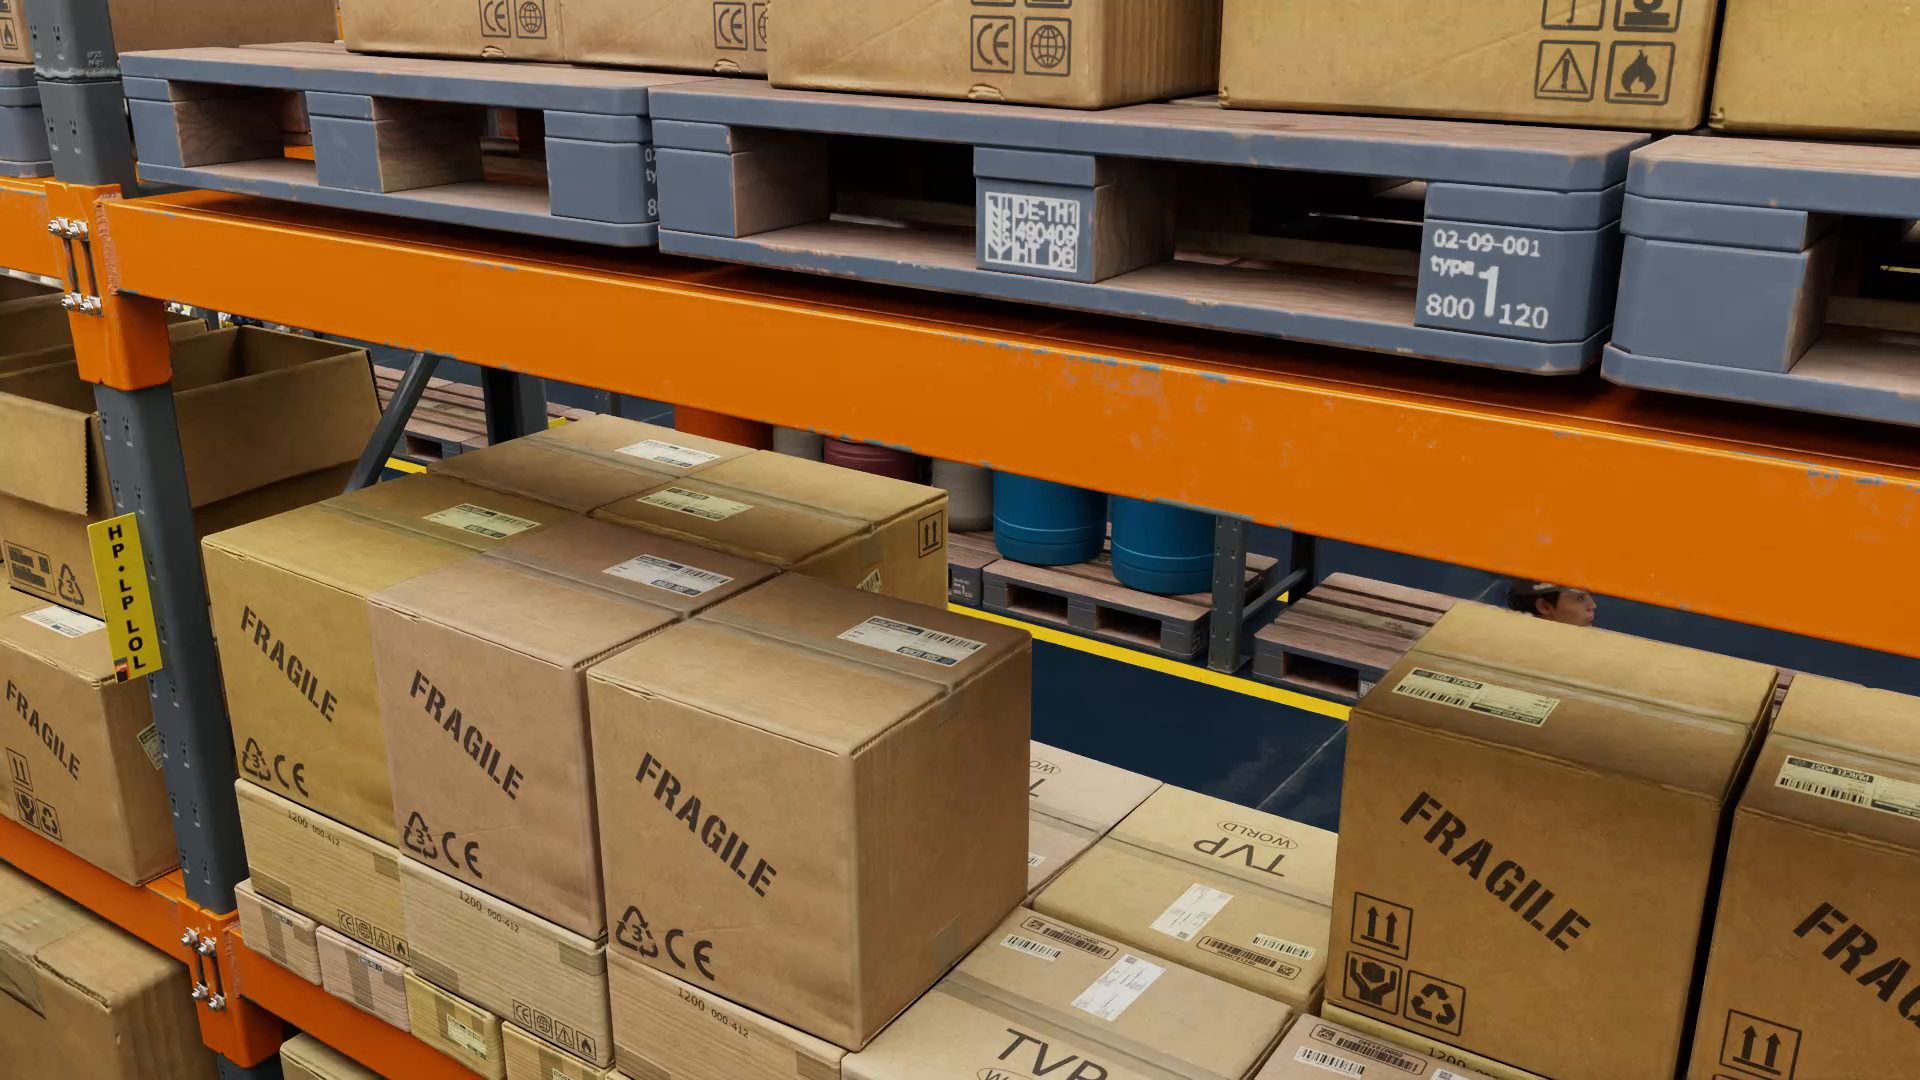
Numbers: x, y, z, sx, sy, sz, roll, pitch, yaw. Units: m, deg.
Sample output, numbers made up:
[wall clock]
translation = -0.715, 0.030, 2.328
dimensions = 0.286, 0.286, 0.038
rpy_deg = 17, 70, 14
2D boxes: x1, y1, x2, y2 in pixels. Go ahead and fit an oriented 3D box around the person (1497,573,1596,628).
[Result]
[person]
translation = 1.677, 0.761, 4.899
dimensions = 0.817, 1.657, 0.480
rpy_deg = 14, 24, 34
